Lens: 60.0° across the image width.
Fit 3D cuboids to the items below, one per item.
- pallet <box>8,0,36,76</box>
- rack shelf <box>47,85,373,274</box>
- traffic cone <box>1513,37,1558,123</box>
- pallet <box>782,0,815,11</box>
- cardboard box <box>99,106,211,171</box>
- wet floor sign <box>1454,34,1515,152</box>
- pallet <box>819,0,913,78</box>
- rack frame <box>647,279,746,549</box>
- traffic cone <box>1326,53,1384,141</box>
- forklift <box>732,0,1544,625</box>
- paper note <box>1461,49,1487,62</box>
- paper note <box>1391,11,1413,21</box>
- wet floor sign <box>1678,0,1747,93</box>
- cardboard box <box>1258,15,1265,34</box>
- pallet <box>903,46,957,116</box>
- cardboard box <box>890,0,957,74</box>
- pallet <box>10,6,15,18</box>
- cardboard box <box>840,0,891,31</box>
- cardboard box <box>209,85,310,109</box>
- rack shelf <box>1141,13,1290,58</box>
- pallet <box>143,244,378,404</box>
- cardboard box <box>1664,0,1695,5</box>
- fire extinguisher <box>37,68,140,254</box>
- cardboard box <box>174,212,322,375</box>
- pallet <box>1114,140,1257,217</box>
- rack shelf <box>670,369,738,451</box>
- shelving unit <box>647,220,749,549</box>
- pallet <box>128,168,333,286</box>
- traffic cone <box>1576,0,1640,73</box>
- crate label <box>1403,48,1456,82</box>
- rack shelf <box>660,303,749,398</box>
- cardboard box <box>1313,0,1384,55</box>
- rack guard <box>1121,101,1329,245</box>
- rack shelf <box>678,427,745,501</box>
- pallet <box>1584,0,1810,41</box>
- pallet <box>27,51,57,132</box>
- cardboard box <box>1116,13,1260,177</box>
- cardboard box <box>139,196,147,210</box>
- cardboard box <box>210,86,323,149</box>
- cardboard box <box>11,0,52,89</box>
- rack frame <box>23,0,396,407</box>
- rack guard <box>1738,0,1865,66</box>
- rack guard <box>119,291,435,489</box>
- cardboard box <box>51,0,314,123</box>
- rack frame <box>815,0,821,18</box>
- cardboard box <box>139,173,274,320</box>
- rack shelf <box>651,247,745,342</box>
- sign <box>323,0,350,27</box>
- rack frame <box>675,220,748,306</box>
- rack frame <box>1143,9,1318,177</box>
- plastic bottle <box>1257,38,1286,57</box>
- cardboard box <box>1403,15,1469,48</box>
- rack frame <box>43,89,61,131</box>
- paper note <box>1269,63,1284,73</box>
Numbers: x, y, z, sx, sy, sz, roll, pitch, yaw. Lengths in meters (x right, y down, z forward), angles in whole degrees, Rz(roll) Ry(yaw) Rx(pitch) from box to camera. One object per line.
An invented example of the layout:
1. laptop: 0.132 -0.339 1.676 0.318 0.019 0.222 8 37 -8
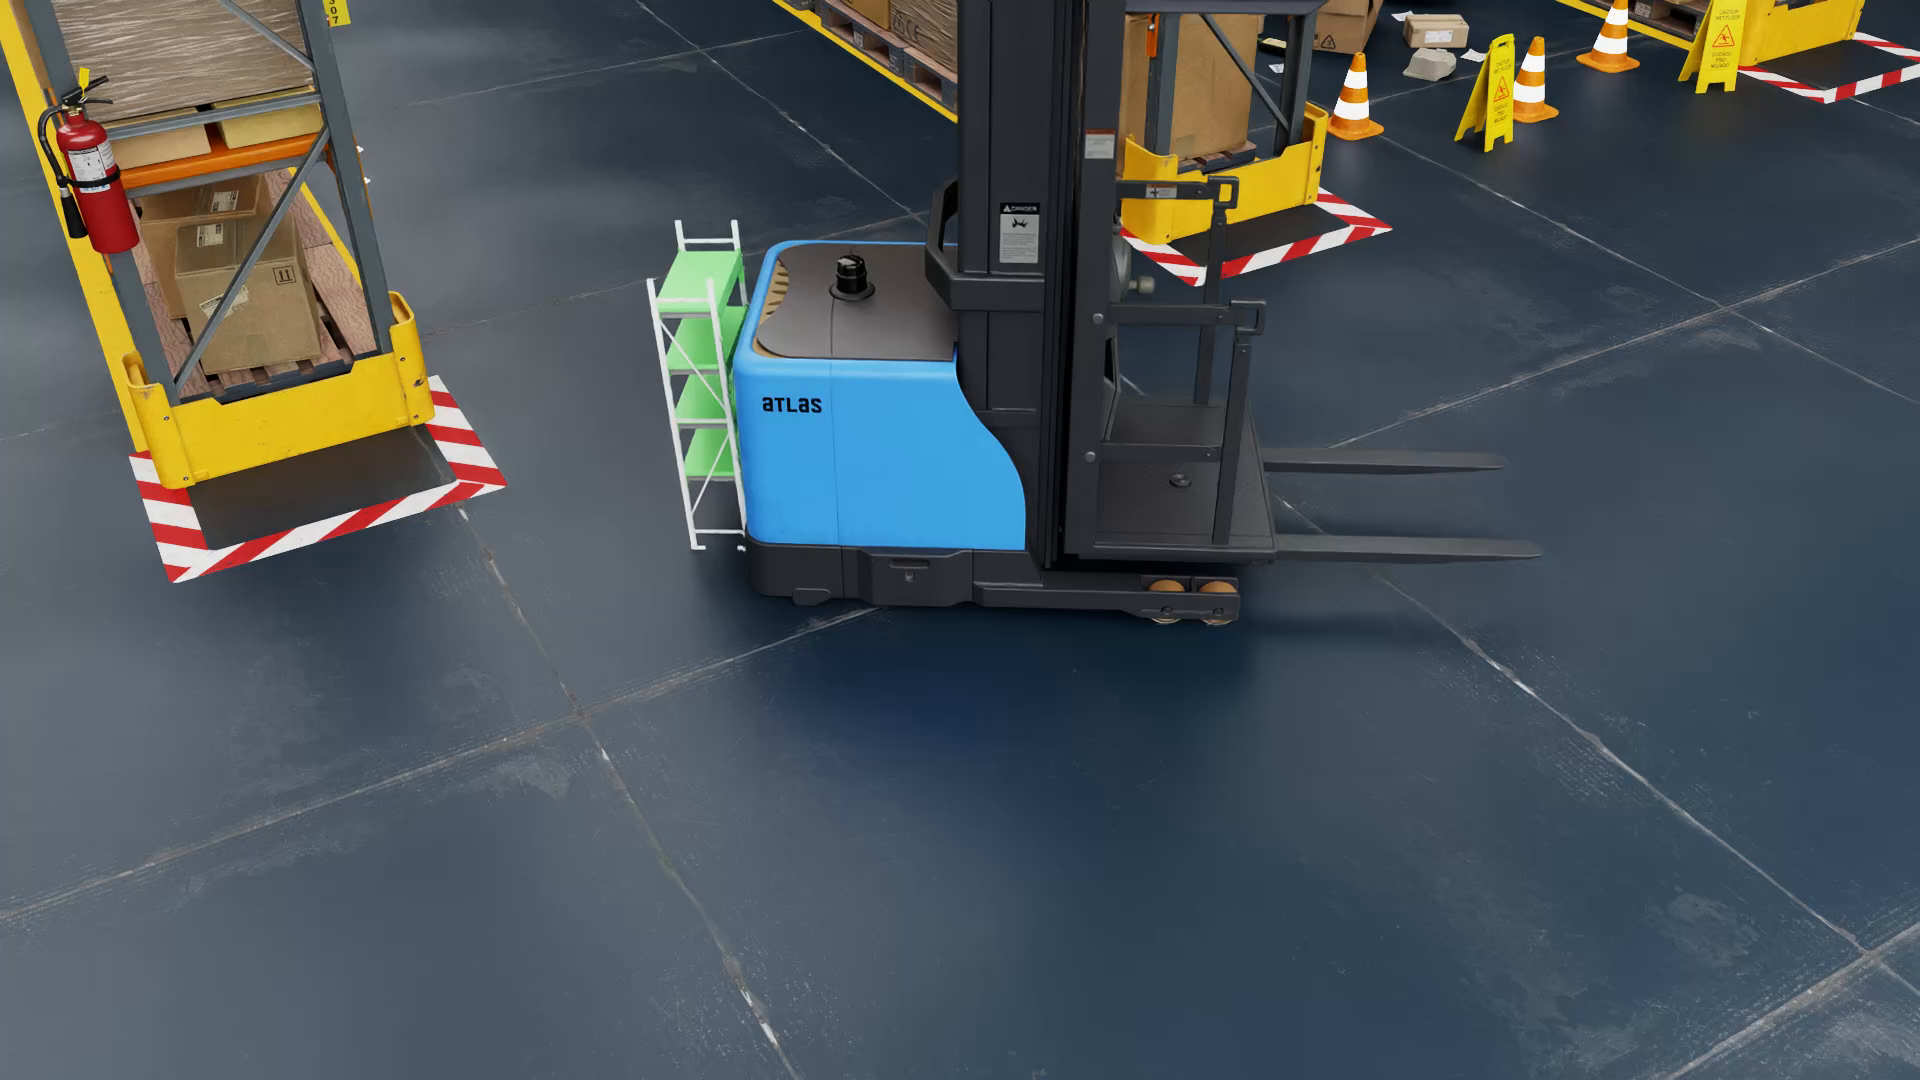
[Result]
1. pallet: -5.923 -3.567 11.455 1.003 0.211 1.213 -19 40 -24
2. rack shelf: -3.909 -2.363 8.052 1.077 0.370 4.000 -19 40 -24
3. traffic cone: 3.544 -2.880 10.301 0.336 0.463 0.334 -19 40 -24
4. pallet: -1.027 -4.337 12.509 1.003 0.211 1.213 -19 40 -24
5. cardboard box: -3.226 -1.616 6.633 0.380 0.149 0.250 -19 40 -24
6. wet floor sign: 3.162 -2.673 9.863 0.267 0.644 0.232 -26 44 -31
7. pallet: -0.260 -3.555 11.438 1.003 0.211 1.213 -19 40 -24
8. rack frame: -0.985 -0.453 6.343 0.240 1.200 0.015 0 36 5
9. traffic cone: 2.396 -2.719 10.080 0.336 0.463 0.334 -19 40 -24
10. forklift: 0.717 -1.183 5.885 3.031 2.935 1.130 1 36 2
11. paper note: 3.469 -3.263 11.192 0.142 0.019 0.148 26 44 31
12. paper note: 3.172 -3.736 11.850 0.148 0.019 0.142 -6 37 -8
13. wet floor sign: 4.835 -3.205 10.592 0.267 0.644 0.232 -6 37 -8
14. cardboard box: 1.882 -3.657 11.532 0.396 0.266 0.258 -12 38 -16
15. pallet: 0.357 -2.932 10.585 1.003 0.211 1.213 -19 40 -24
16. cardboard box: 0.137 -3.603 10.586 0.875 0.875 0.875 -19 40 -24
17. pallet: -6.532 -4.188 12.306 1.003 0.211 1.213 -19 40 -24
18. cardboard box: -0.319 -4.062 11.213 0.875 0.875 0.875 -18 40 -23
19. cardboard box: -2.950 -1.881 6.996 0.380 0.149 0.250 -19 40 -24
20. rack shelf: 0.431 -3.781 9.994 1.077 0.370 4.000 -19 40 -24
21. pallet: -3.320 -0.971 7.901 1.003 0.211 1.213 -19 40 -24
22. cardboard box: 5.014 -3.974 11.623 0.500 0.250 0.500 -19 40 -24
23. fire extinguisher: -3.245 -1.407 6.199 0.296 0.674 0.183 -19 40 -24
24. cardboard box: -3.203 -1.117 7.500 0.500 0.500 0.500 -12 38 -16
25. pallet: 0.966 -2.310 9.734 1.003 0.211 1.213 -19 40 -24
26. rack shelf: -0.965 -0.545 6.577 0.258 0.148 0.480 0 36 5
27. shelving unit: -0.968 -0.596 6.540 0.258 1.200 0.503 0 36 5
28. pallet: -3.929 -1.593 8.751 1.003 0.211 1.213 -19 40 -24
29. traffic cone: 4.333 -3.383 10.989 0.336 0.463 0.334 -19 40 -24
30. crate label: 3.096 -3.131 10.921 0.298 0.136 0.250 19 40 24
31. rack shelf: -0.975 -0.739 6.436 0.258 0.148 0.480 0 36 5
32. cardboard box: 2.593 -3.708 11.400 0.637 0.503 0.797 12 38 16
33. rack guard: 1.448 -2.030 9.106 1.175 0.500 0.348 -19 40 -24
34. rack shelf: -0.955 -0.350 6.718 0.258 0.148 0.480 0 36 5
35. pallet: 5.249 -3.908 11.921 1.003 0.211 1.213 -19 40 -24
36. pallet: -5.306 -2.944 10.602 1.003 0.211 1.213 -19 40 -24
37. cardboard box: 1.038 -2.690 9.335 0.875 0.875 0.875 -19 40 -24
38. cardboard box: -3.831 -1.737 8.348 0.500 0.500 0.500 -15 39 -20
39. cardboard box: -2.841 -1.748 6.813 0.380 0.149 0.250 -19 40 -24
40. cardboard box: -3.511 -2.302 7.022 0.875 0.500 0.500 -19 40 -24
41. rack frame: -2.904 -1.634 6.443 1.000 3.000 0.127 -19 40 -24
42. rack guard: 5.626 -3.599 11.254 1.175 0.500 0.348 -19 40 -24
43. rack guard: -2.942 -0.663 7.234 1.175 0.500 0.348 -19 40 -24
44. cardboard box: -3.156 -2.083 6.721 0.875 0.500 0.500 -19 40 -24
45. rack frame: -0.574 -5.092 11.178 1.000 3.000 0.127 -19 40 -24
46. cardboard box: -3.533 -1.412 7.903 0.500 0.500 0.500 -9 37 -12
47. rack shelf: -0.985 -0.933 6.296 0.258 0.148 0.480 0 36 5
48. sign: -2.435 -2.144 6.408 0.100 0.325 0.005 -19 40 -24
49. rack frame: -0.950 -0.740 6.736 0.240 1.200 0.015 0 36 5
50. rack frame: 1.435 -3.052 8.385 1.000 3.000 0.127 -19 40 -24
51. plastic bottle: 2.124 -3.352 11.288 0.283 0.061 0.133 26 44 31
52. cardboard box: 3.260 -3.488 11.400 0.380 0.149 0.250 0 36 0
53. rack frame: -4.914 -3.673 9.236 1.000 3.000 0.127 -19 40 -24
54. paper note: 2.137 -3.134 11.016 0.144 0.017 0.142 -6 37 -8
